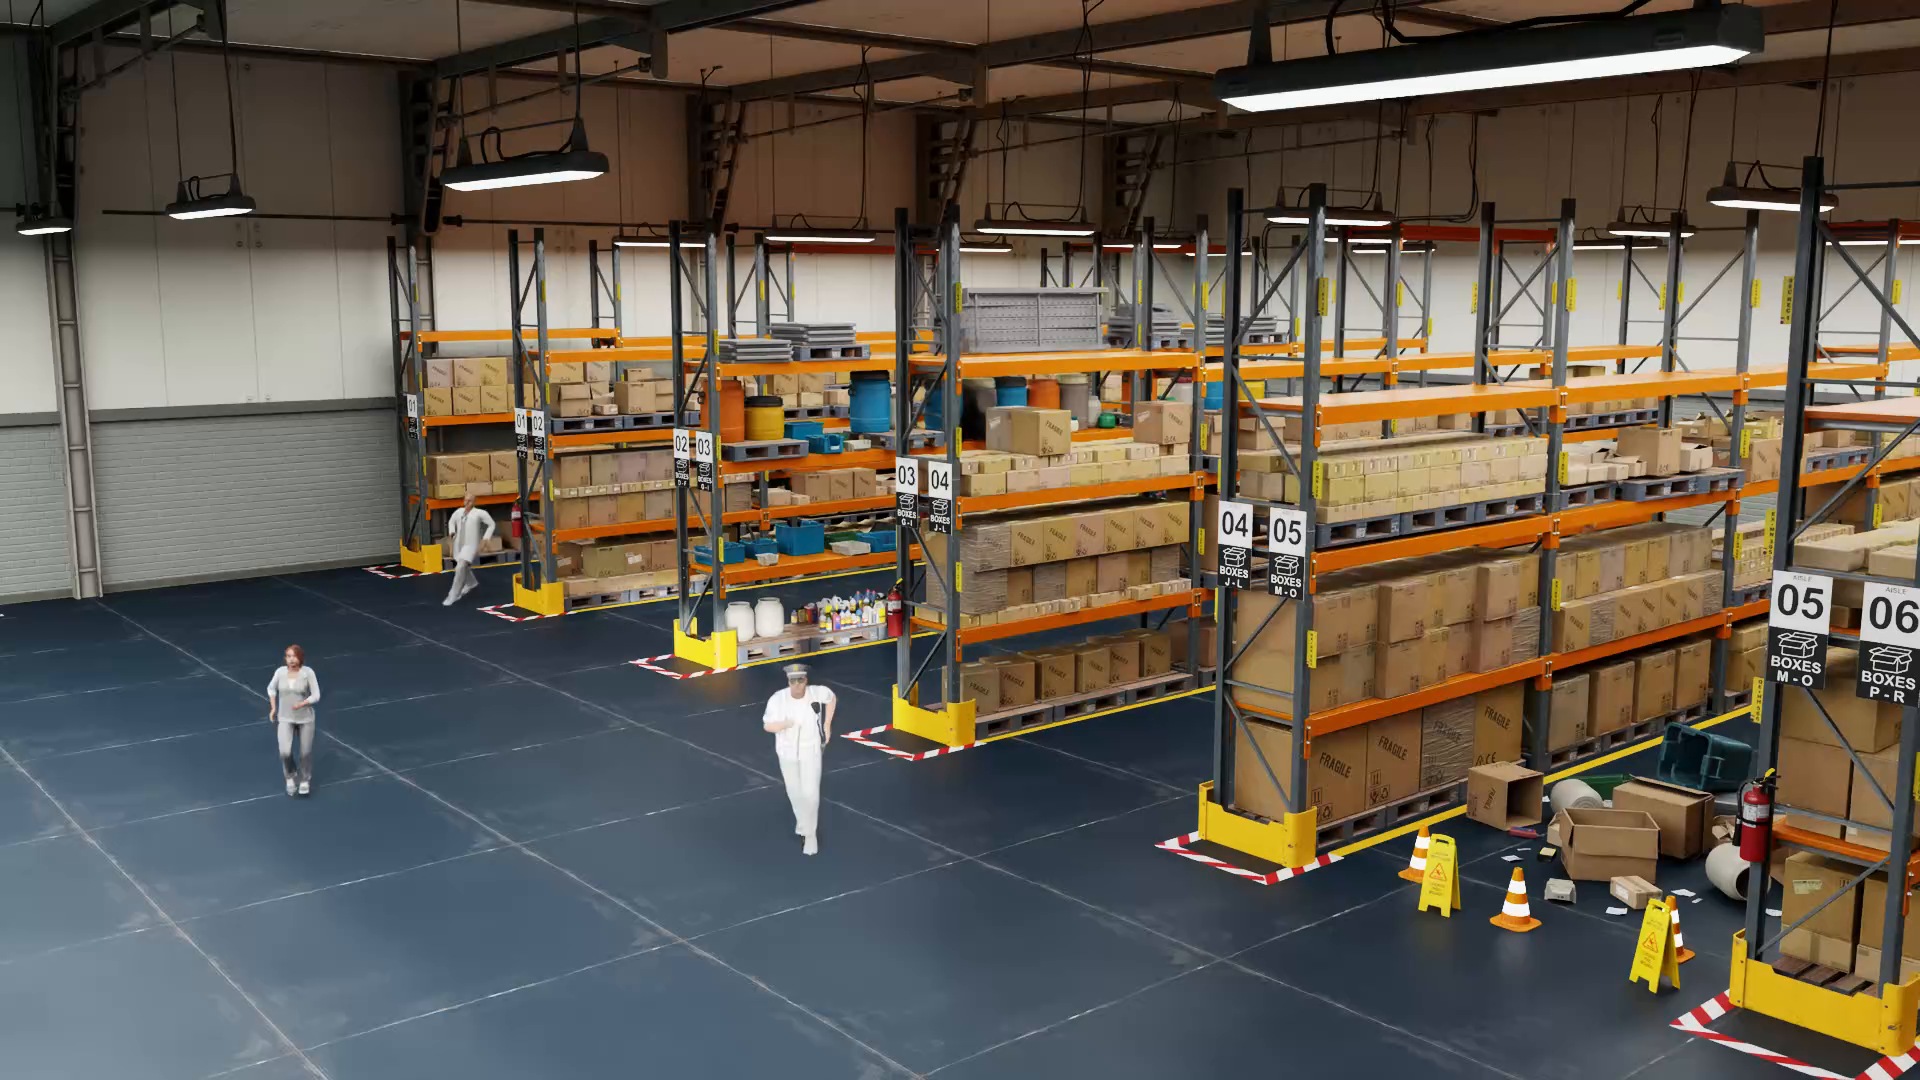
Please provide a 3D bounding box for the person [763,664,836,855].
[{"bbox_3d":[-1.467,1.987,15.282,0.636,1.833,0.867,0,9,1],"label":"person"}]

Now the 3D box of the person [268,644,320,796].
[{"bbox_3d":[-6.686,1.830,16.706,0.513,1.560,0.620,-2,9,-16],"label":"person"}]

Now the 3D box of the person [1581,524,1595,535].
[{"bbox_3d":[9.256,0.542,24.591,0.655,1.759,0.744,8,12,41],"label":"person"}]

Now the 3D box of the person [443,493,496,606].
[{"bbox_3d":[-8.045,0.128,27.156,0.764,1.785,0.998,4,9,22],"label":"person"}]
